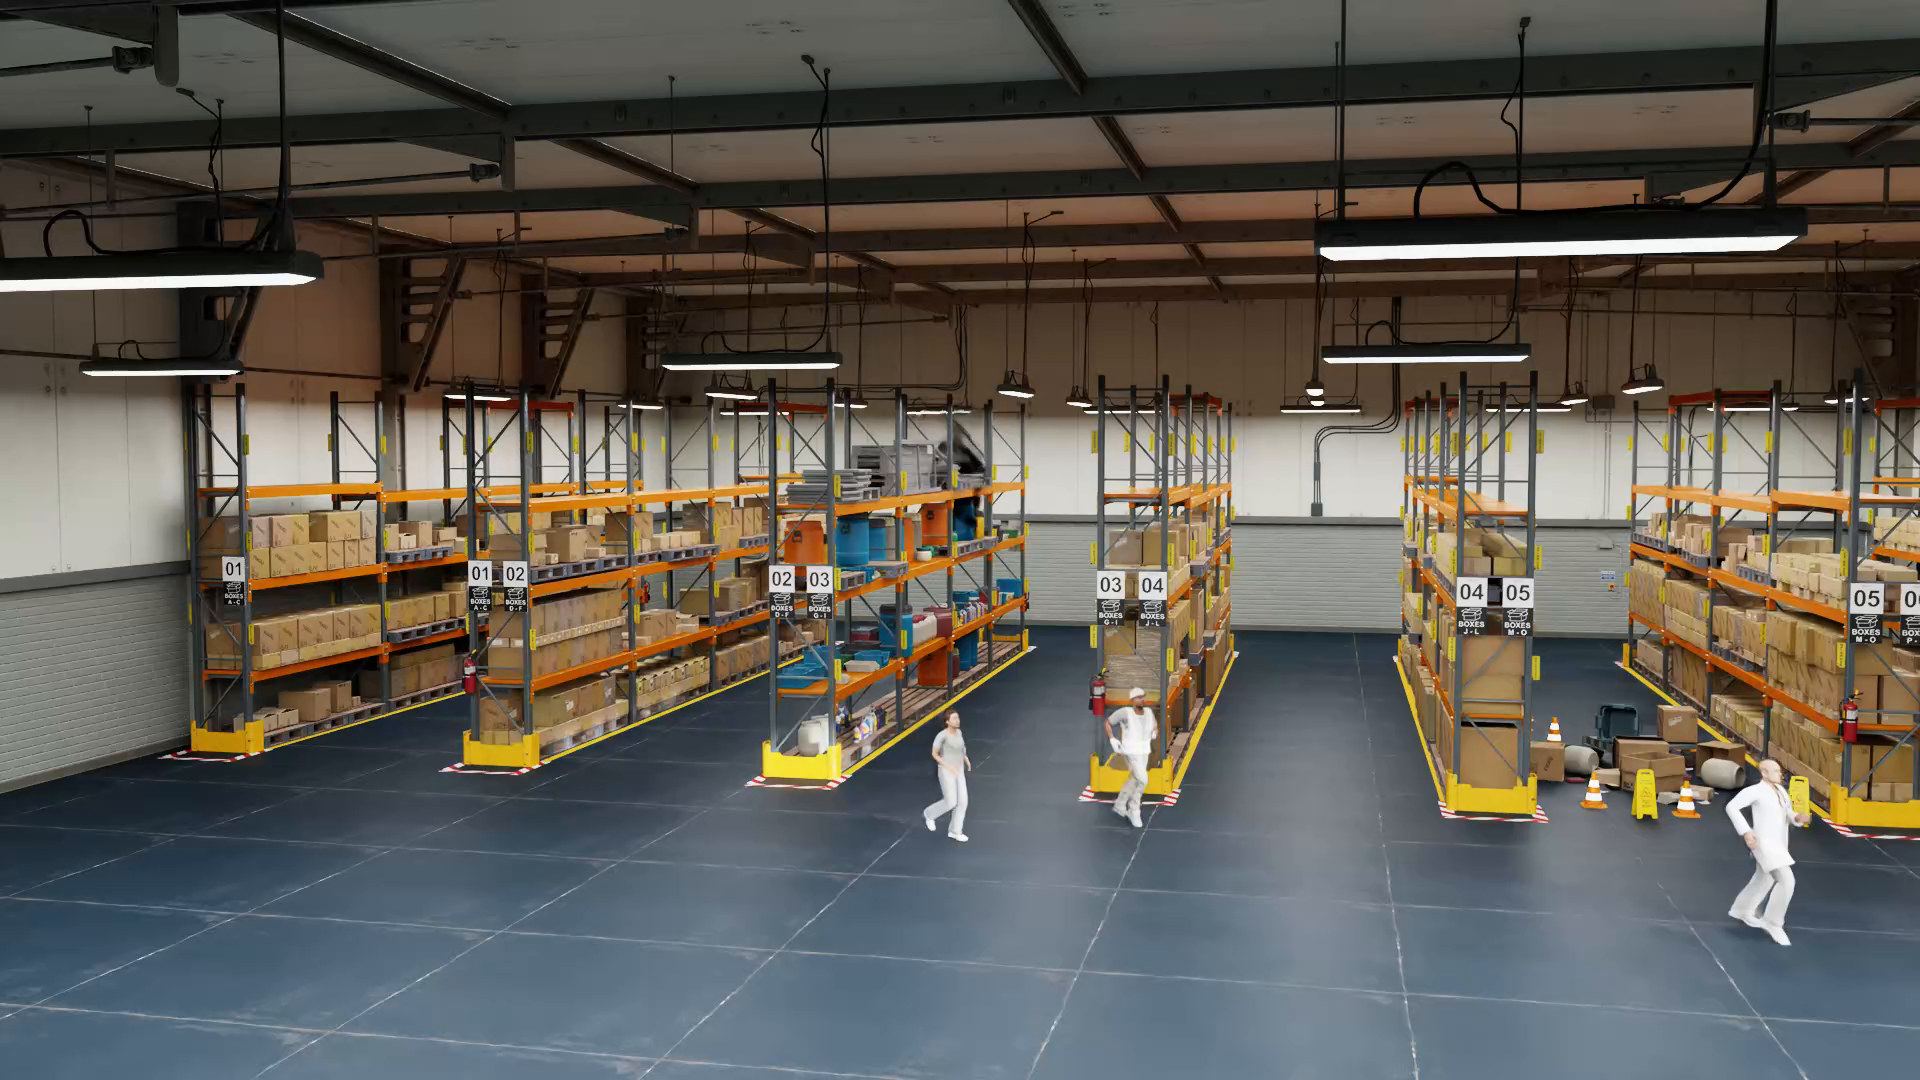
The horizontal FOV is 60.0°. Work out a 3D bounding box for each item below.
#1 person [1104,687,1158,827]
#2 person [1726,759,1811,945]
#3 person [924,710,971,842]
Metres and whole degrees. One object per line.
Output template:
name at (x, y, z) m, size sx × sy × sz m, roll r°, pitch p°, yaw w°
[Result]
person at (2.319, 2.859, 22.083) m, size 0.670 × 1.820 × 0.699 m, roll -3°, pitch 4°, yaw -40°
person at (8.218, 3.150, 16.903) m, size 0.668 × 1.842 × 0.825 m, roll -3°, pitch 4°, yaw -40°
person at (-0.144, 2.974, 21.199) m, size 0.685 × 1.655 × 0.589 m, roll 3°, pitch 4°, yaw 42°
